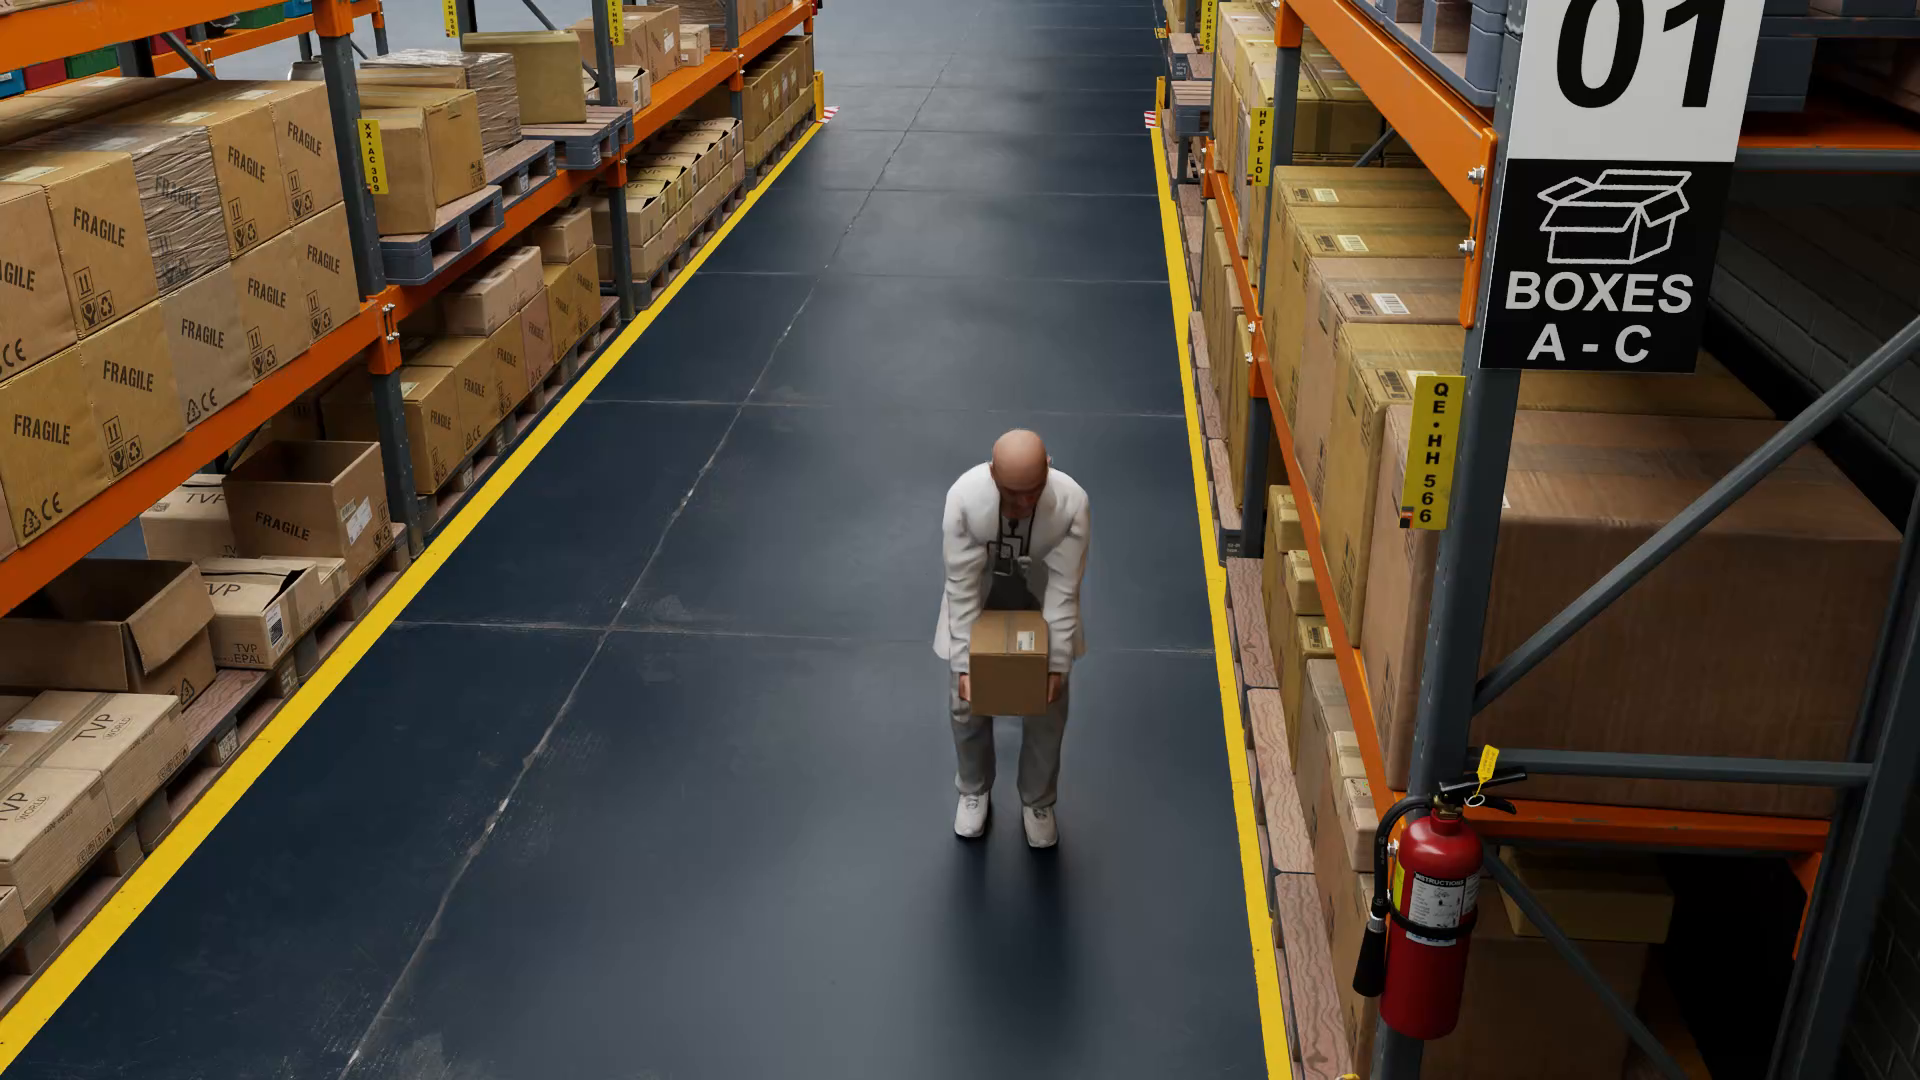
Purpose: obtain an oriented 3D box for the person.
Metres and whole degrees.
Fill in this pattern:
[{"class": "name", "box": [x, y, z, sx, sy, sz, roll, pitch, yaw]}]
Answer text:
[{"class": "person", "box": [0.168, 0.376, 5.643, 0.536, 1.490, 0.697, 1, 24, 2]}]
